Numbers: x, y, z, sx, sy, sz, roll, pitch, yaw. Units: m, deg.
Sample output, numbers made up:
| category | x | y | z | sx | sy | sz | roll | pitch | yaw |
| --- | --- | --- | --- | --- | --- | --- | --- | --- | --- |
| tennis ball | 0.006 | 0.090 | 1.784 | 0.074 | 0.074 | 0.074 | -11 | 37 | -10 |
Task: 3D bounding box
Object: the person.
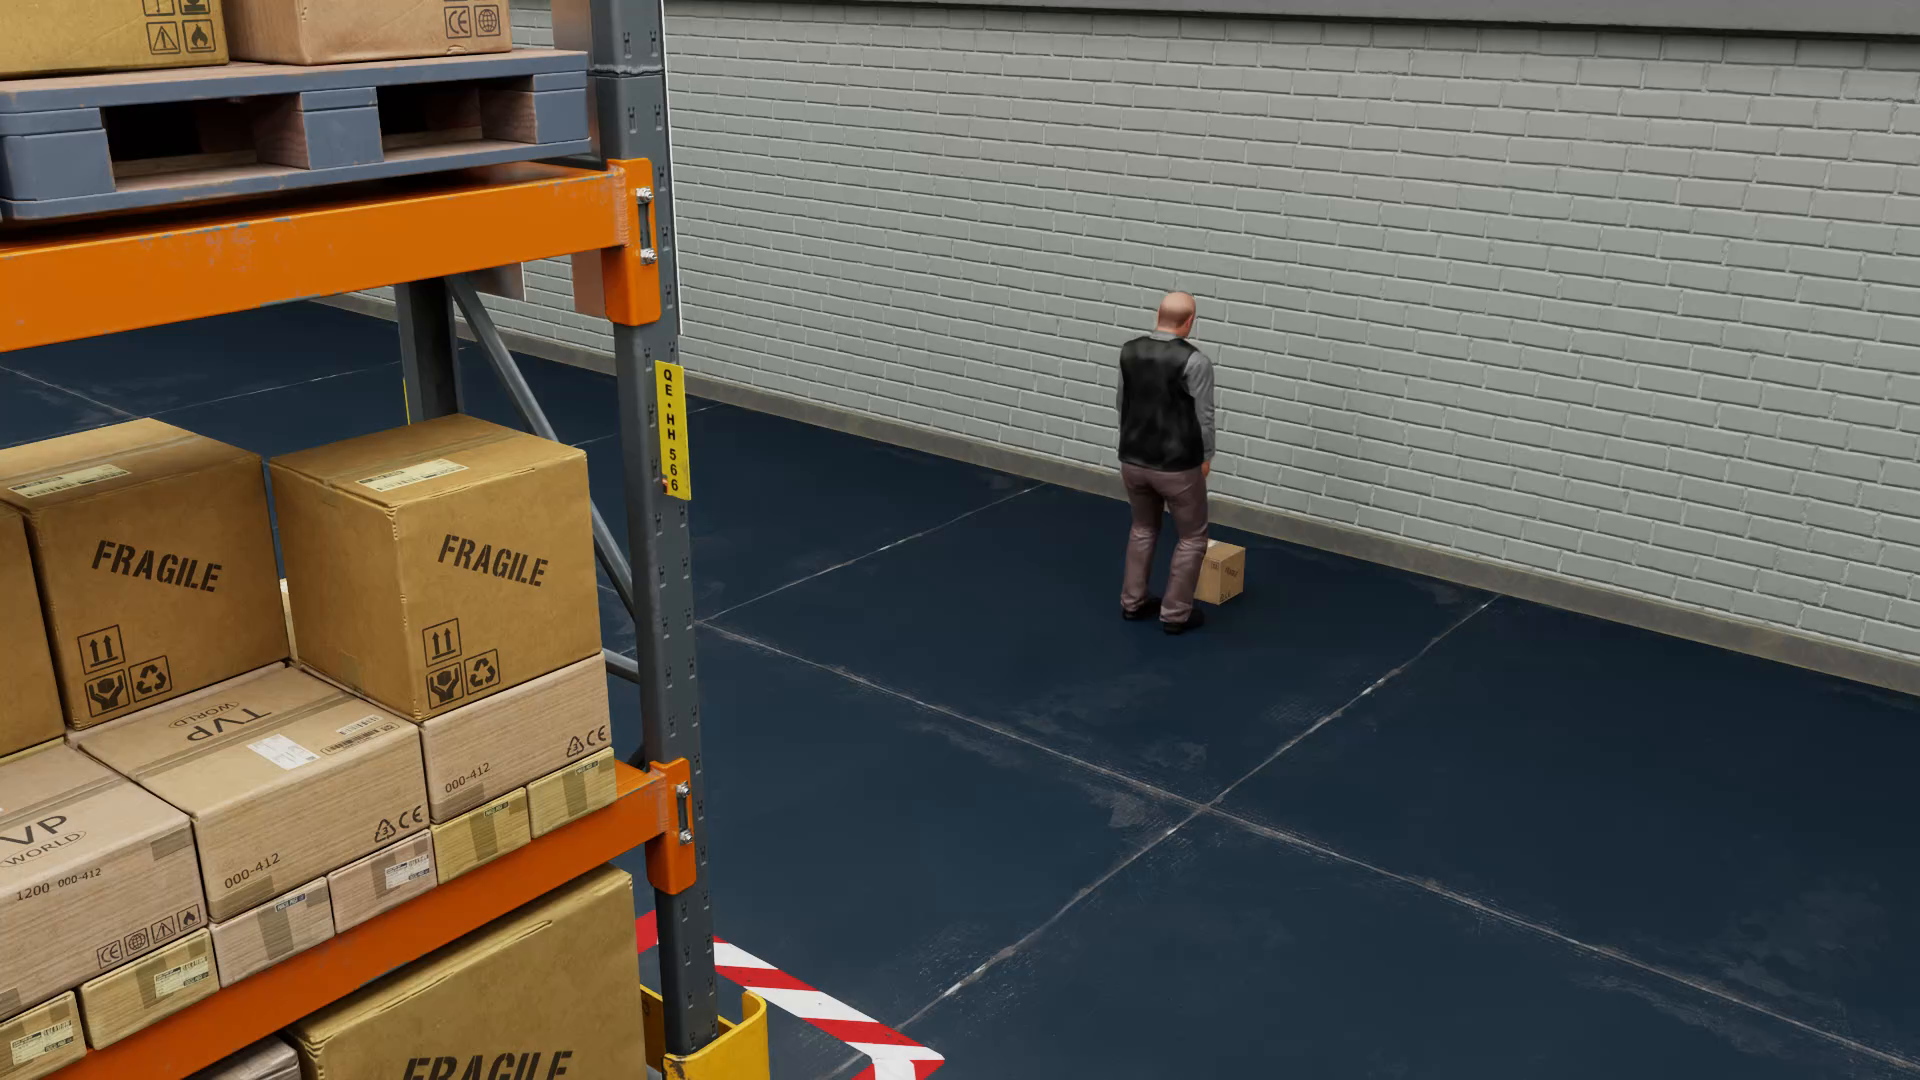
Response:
| category | x | y | z | sx | sy | sz | roll | pitch | yaw |
| --- | --- | --- | --- | --- | --- | --- | --- | --- | --- |
| person | 0.996 | -0.380 | 8.230 | 0.556 | 1.679 | 0.416 | 16 | 26 | 38 |
